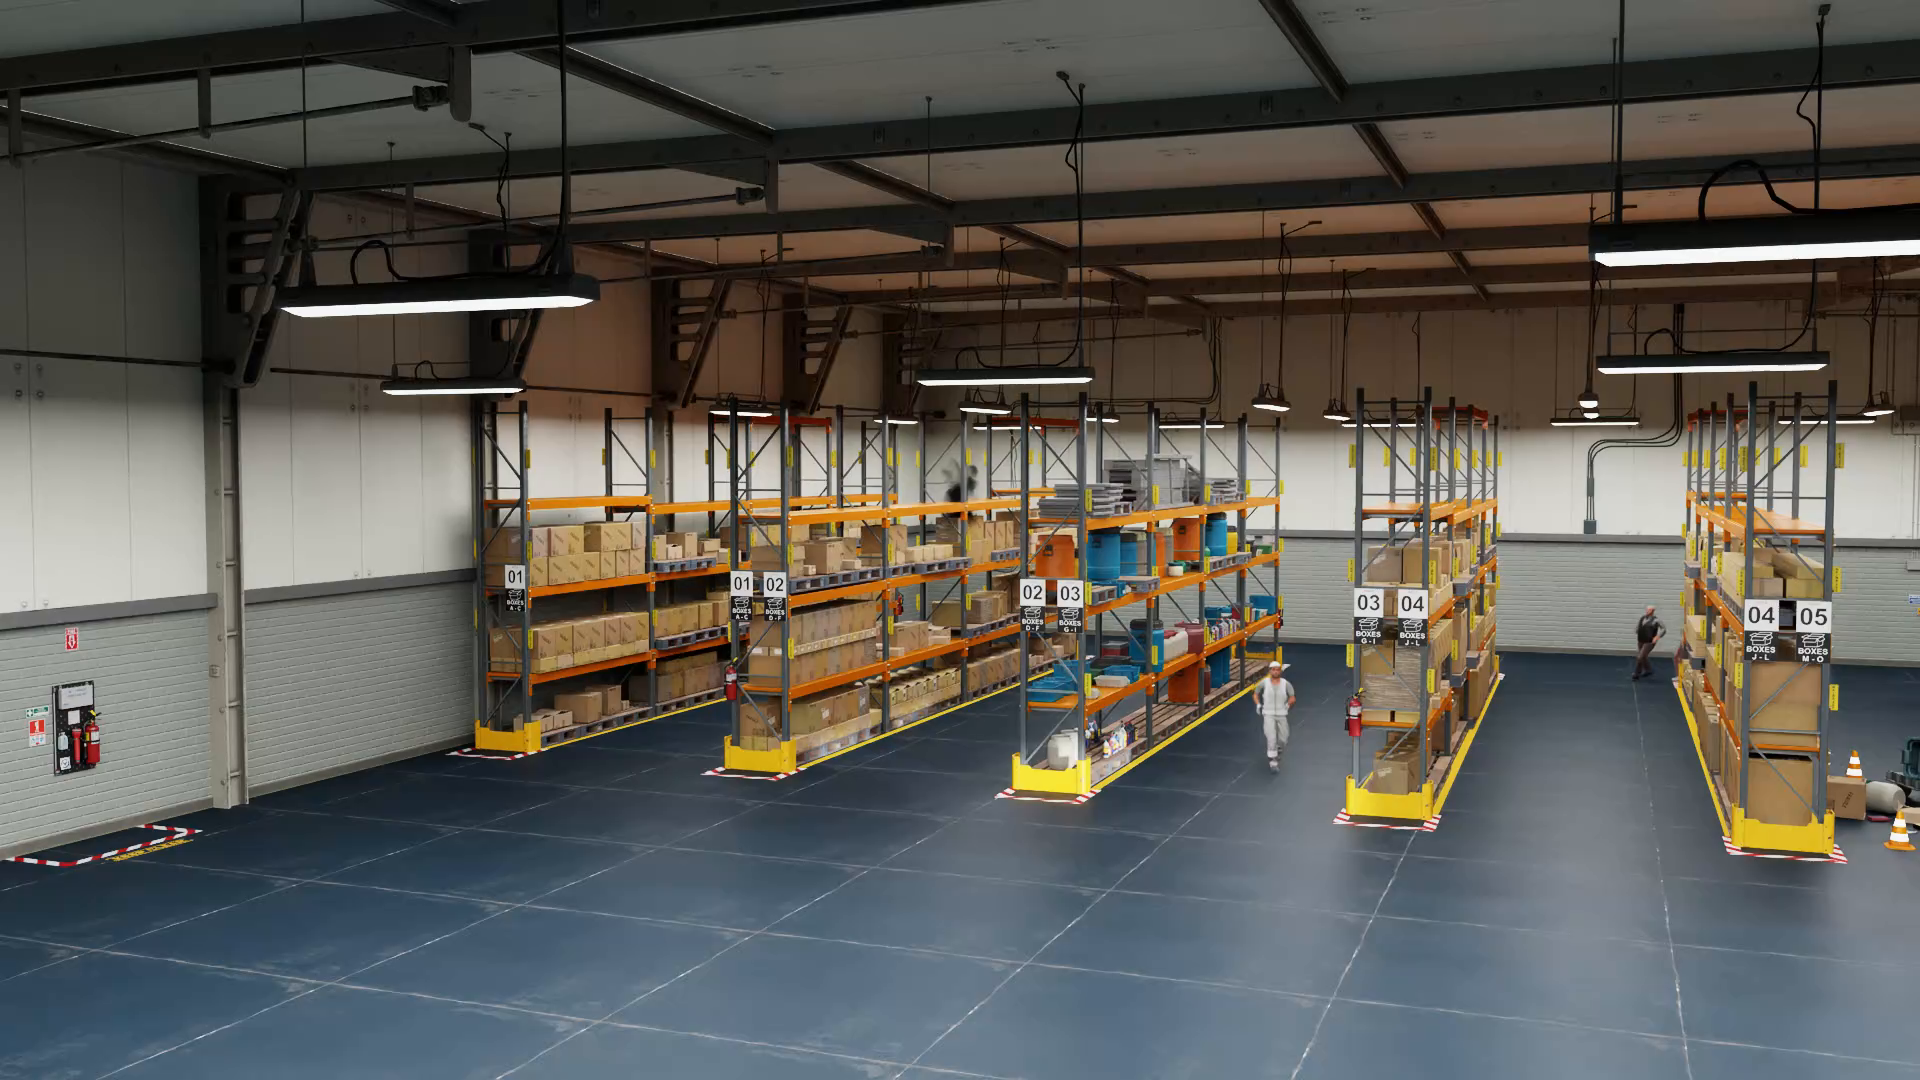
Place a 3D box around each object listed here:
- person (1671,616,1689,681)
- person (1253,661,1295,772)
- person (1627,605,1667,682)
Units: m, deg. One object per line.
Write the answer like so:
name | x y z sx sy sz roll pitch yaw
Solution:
person | 16.417 2.389 37.414 0.704 1.636 0.616 1 3 13
person | 5.053 2.827 26.719 0.664 1.752 0.753 0 3 4
person | 15.424 2.323 37.353 0.811 1.724 0.715 -1 3 -21
